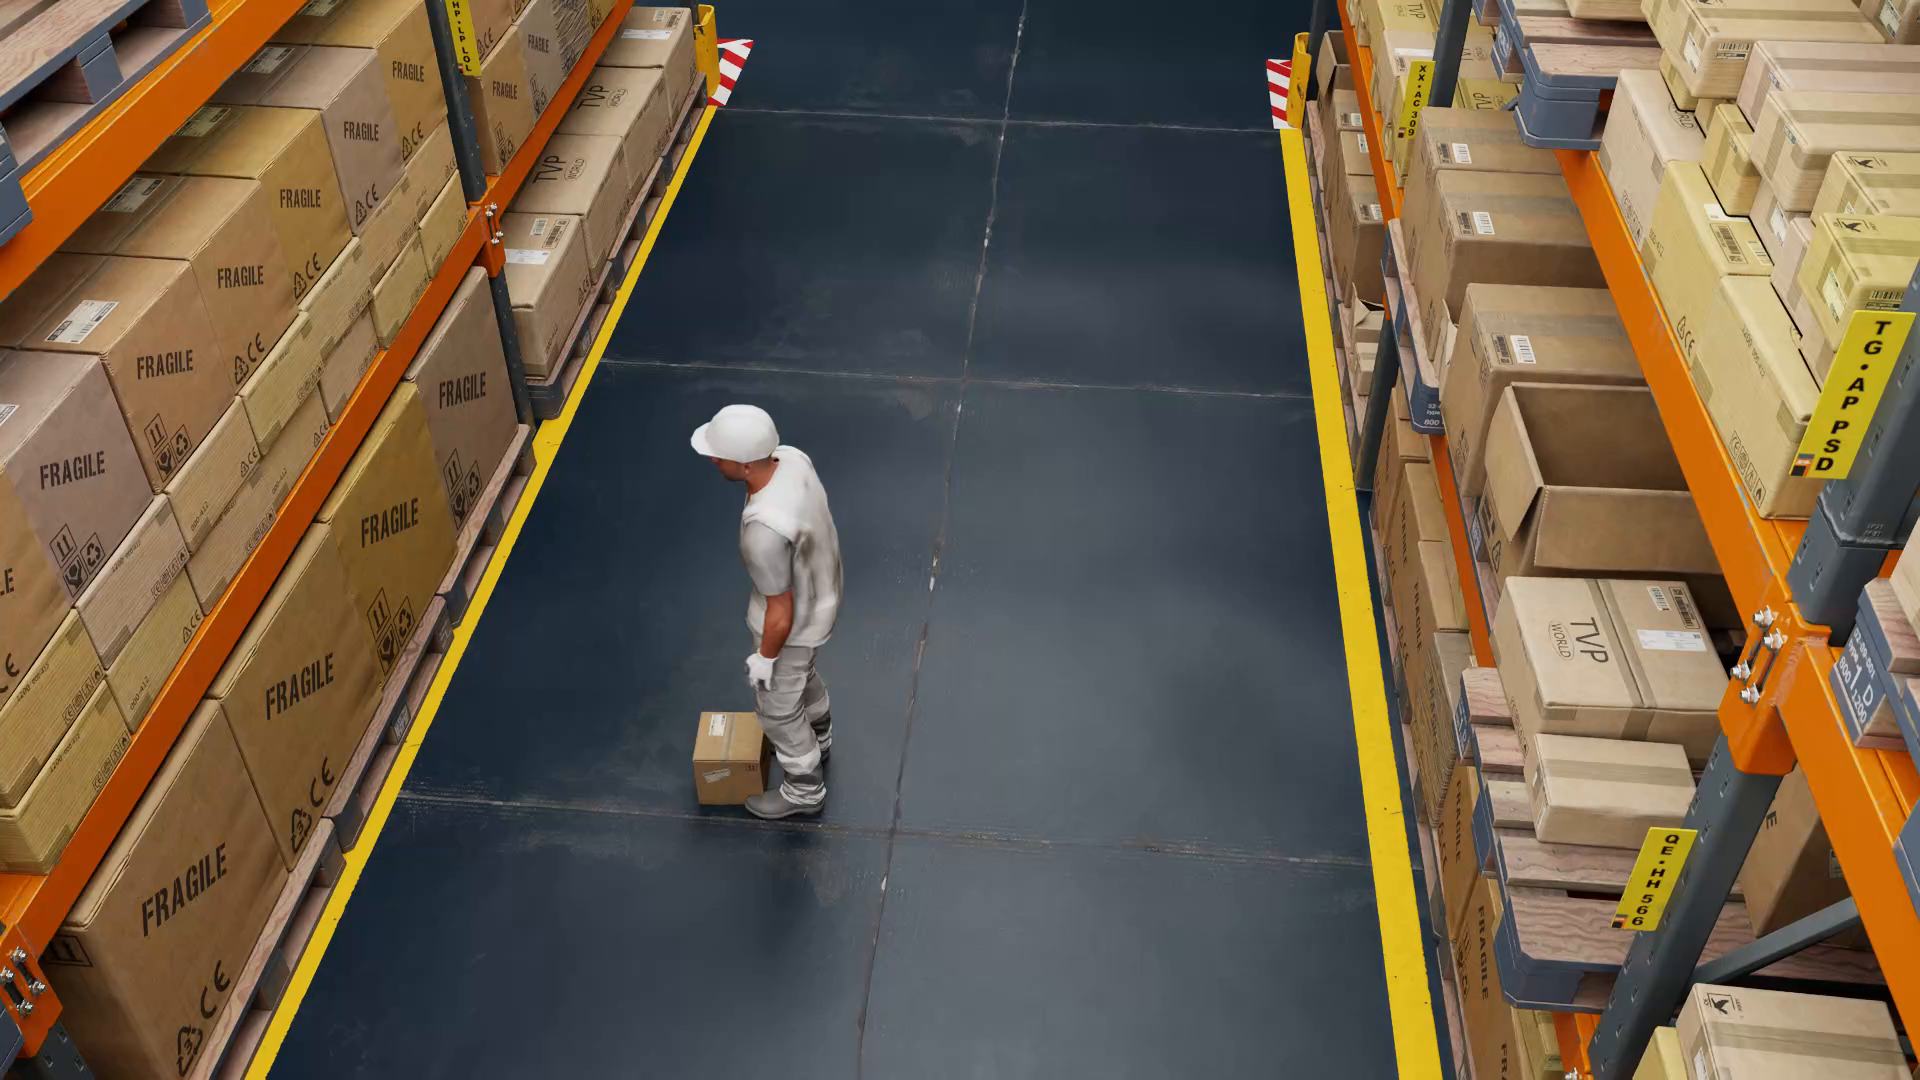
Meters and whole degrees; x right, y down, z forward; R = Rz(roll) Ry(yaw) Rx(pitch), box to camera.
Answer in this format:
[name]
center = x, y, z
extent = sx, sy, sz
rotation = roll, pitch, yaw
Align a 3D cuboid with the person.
[person]
center = -0.635, 0.255, 5.838
extent = 0.453, 1.778, 0.604
rotation = 3, 40, 4
